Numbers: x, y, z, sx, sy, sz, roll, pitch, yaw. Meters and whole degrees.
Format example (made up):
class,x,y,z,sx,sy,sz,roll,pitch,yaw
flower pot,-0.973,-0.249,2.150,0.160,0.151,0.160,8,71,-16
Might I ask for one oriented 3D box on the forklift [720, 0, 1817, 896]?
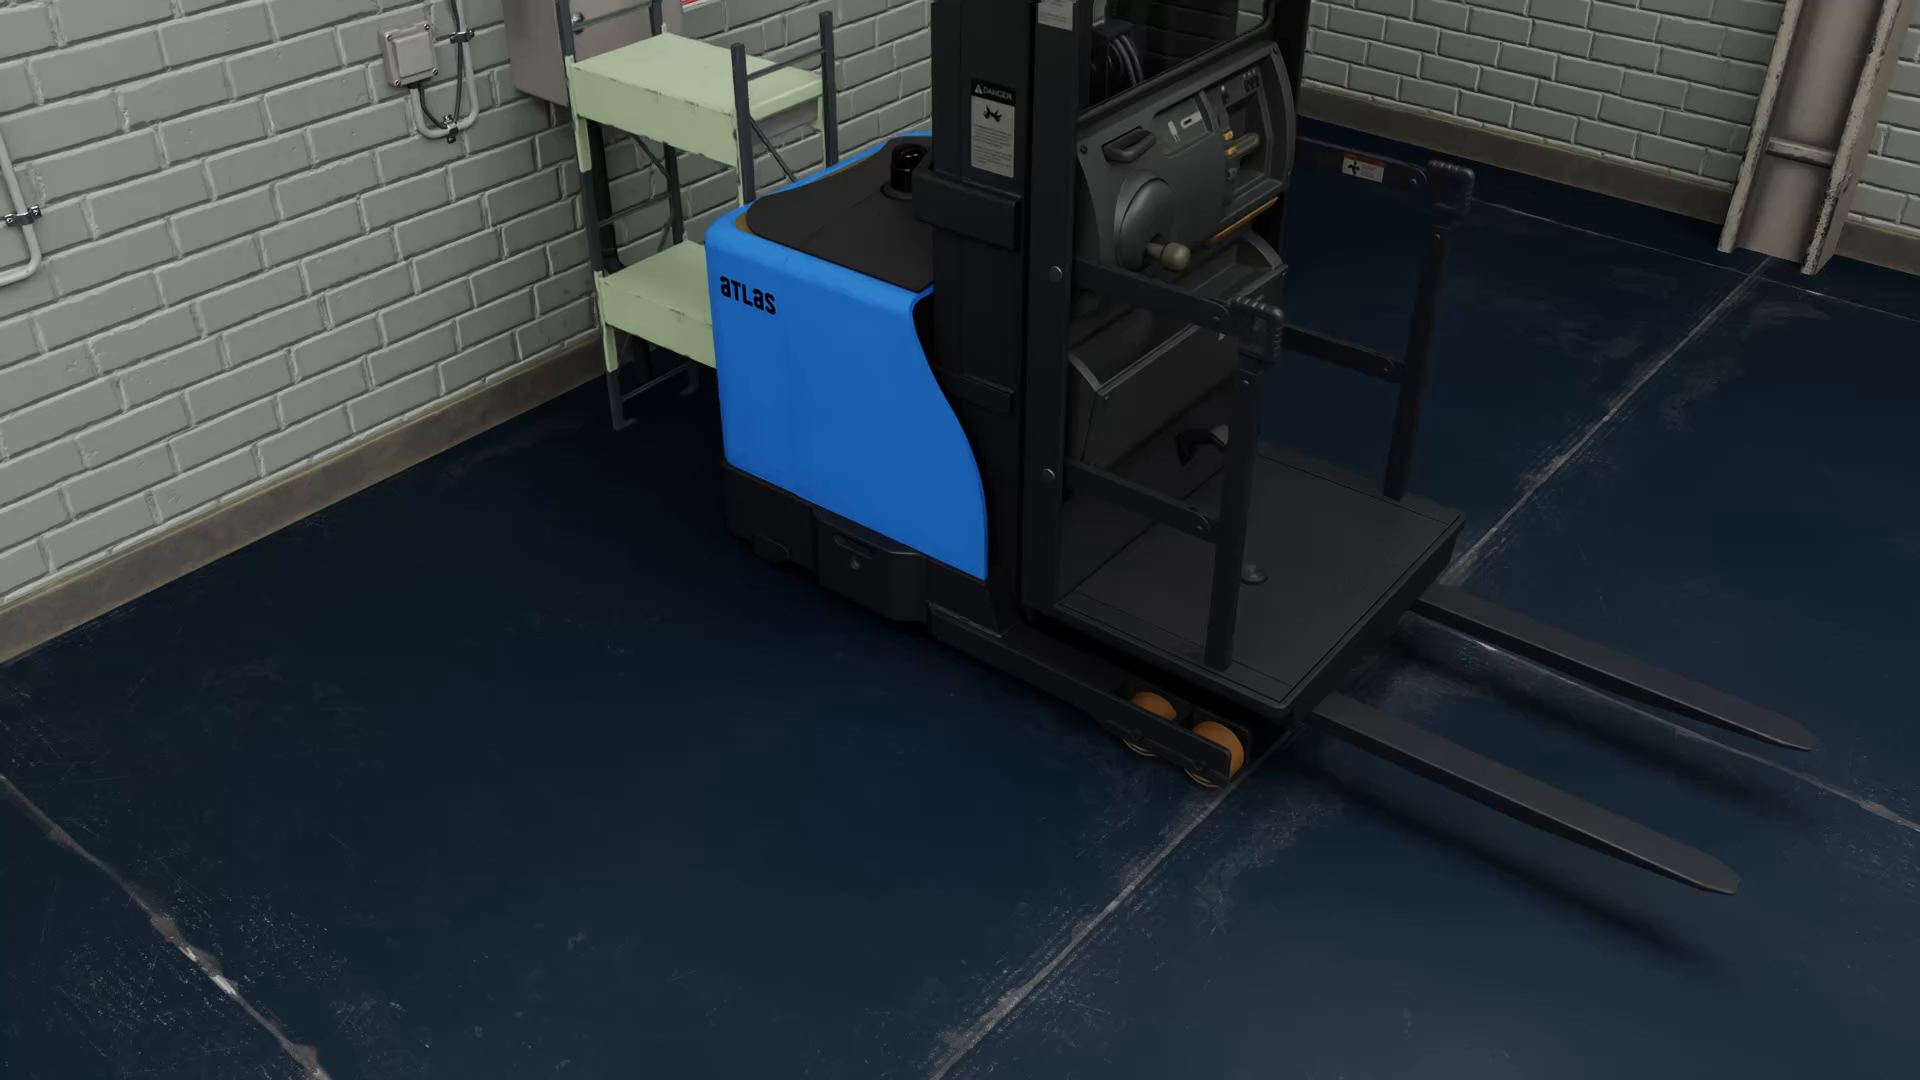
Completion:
class,x,y,z,sx,sy,sz,roll,pitch,yaw
forklift,0.770,-0.854,3.982,2.937,2.843,1.107,24,41,31

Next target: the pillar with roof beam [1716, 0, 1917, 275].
class,x,y,z,sx,sy,sz,roll,pitch,yaw
pillar with roof beam,0.697,-3.061,1.758,0.400,9.000,9.100,25,42,32

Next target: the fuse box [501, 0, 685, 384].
class,x,y,z,sx,sy,sz,roll,pitch,yaw
fuse box,-1.118,-1.294,5.622,0.414,1.711,0.539,25,42,32

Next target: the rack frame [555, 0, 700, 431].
class,x,y,z,sx,sy,sz,roll,pitch,yaw
rack frame,-1.080,-1.090,5.512,0.023,1.500,0.400,24,41,31

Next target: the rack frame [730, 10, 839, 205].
class,x,y,z,sx,sy,sz,roll,pitch,yaw
rack frame,-0.503,-0.835,5.141,0.023,1.500,0.400,24,41,31

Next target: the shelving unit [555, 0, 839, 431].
class,x,y,z,sx,sy,sz,roll,pitch,yaw
shelving unit,-0.791,-0.962,5.326,0.755,1.500,0.400,24,41,31

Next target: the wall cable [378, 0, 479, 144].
class,x,y,z,sx,sy,sz,roll,pitch,yaw
wall cable,-1.676,-2.004,4.621,0.122,1.984,0.588,25,42,32

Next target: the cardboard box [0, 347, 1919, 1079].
class,x,y,z,sx,sy,sz,roll,pitch,yaw
cardboard box,2.303,2.200,0.678,13.522,1.550,6.103,24,41,31
